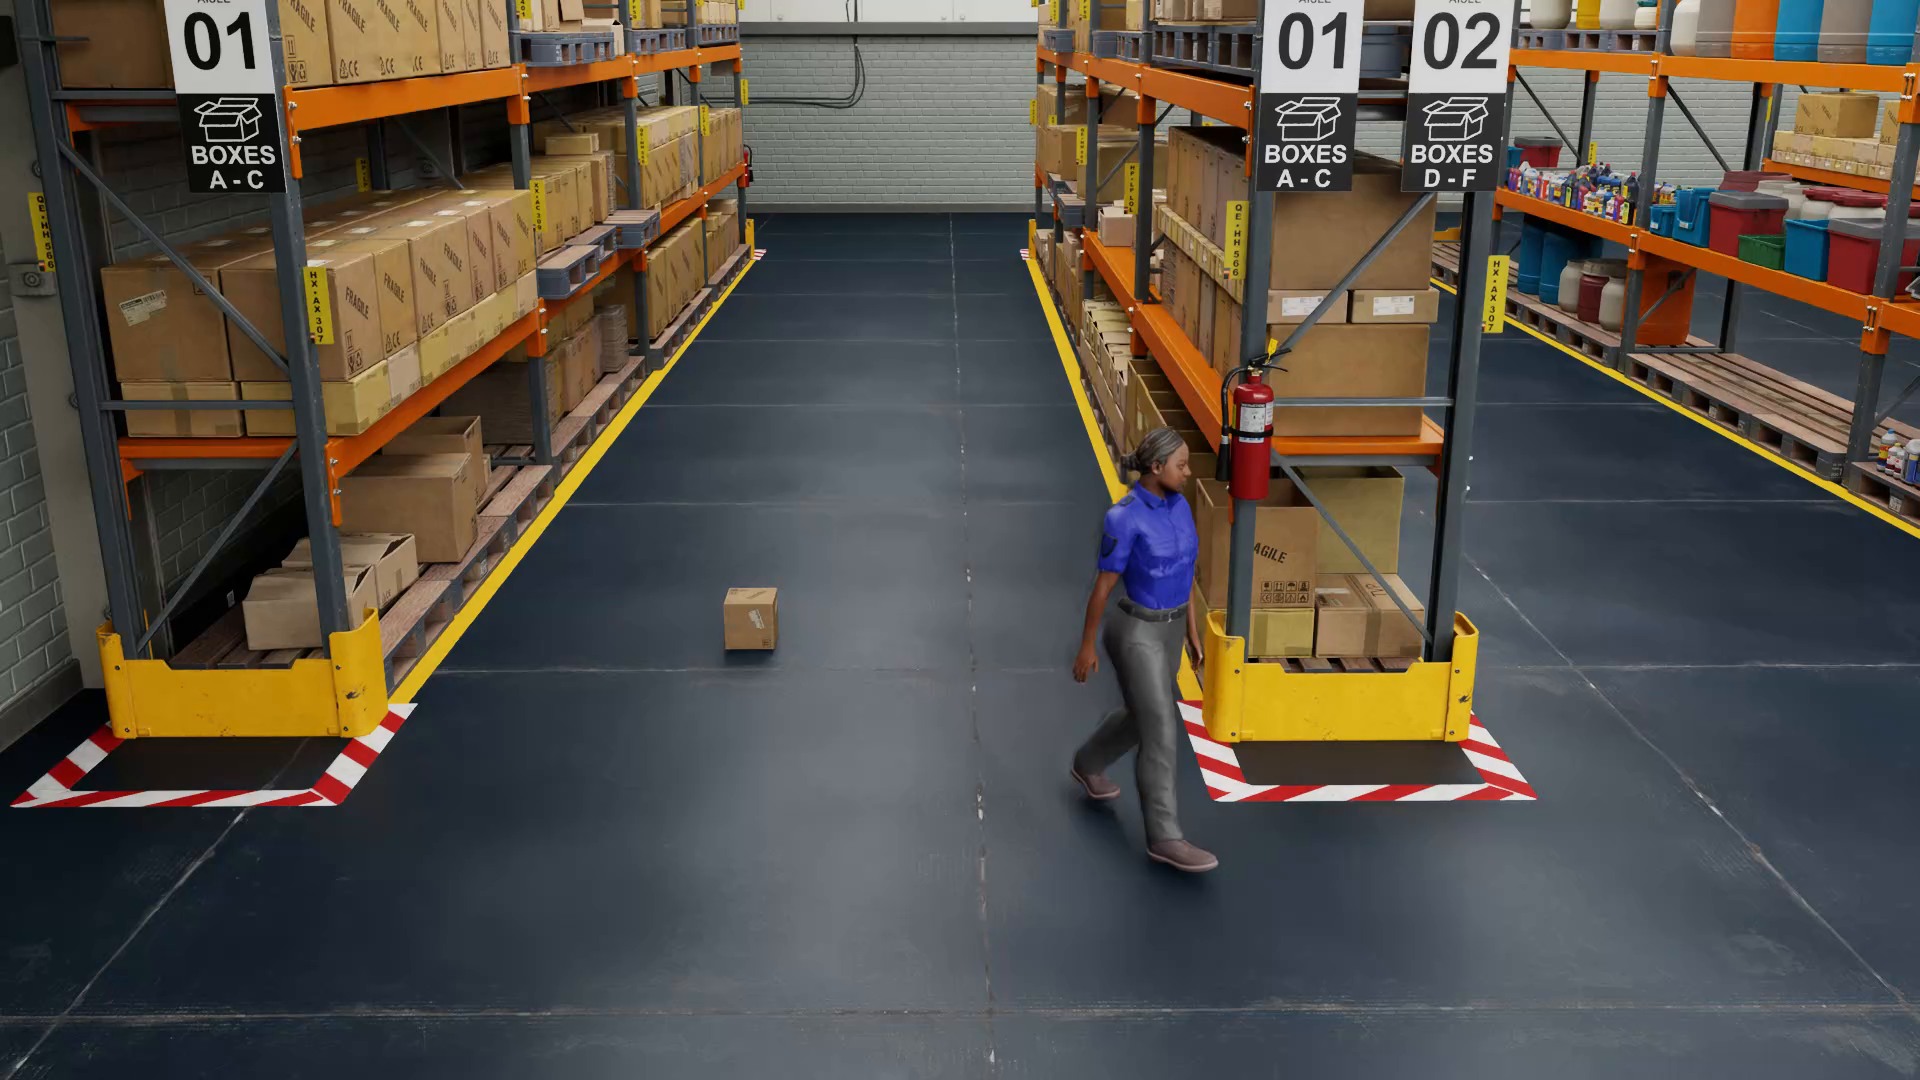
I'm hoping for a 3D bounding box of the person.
[{"bbox_3d":[0.737,0.365,6.375,0.894,1.599,0.528,15,23,40],"label":"person"}]
